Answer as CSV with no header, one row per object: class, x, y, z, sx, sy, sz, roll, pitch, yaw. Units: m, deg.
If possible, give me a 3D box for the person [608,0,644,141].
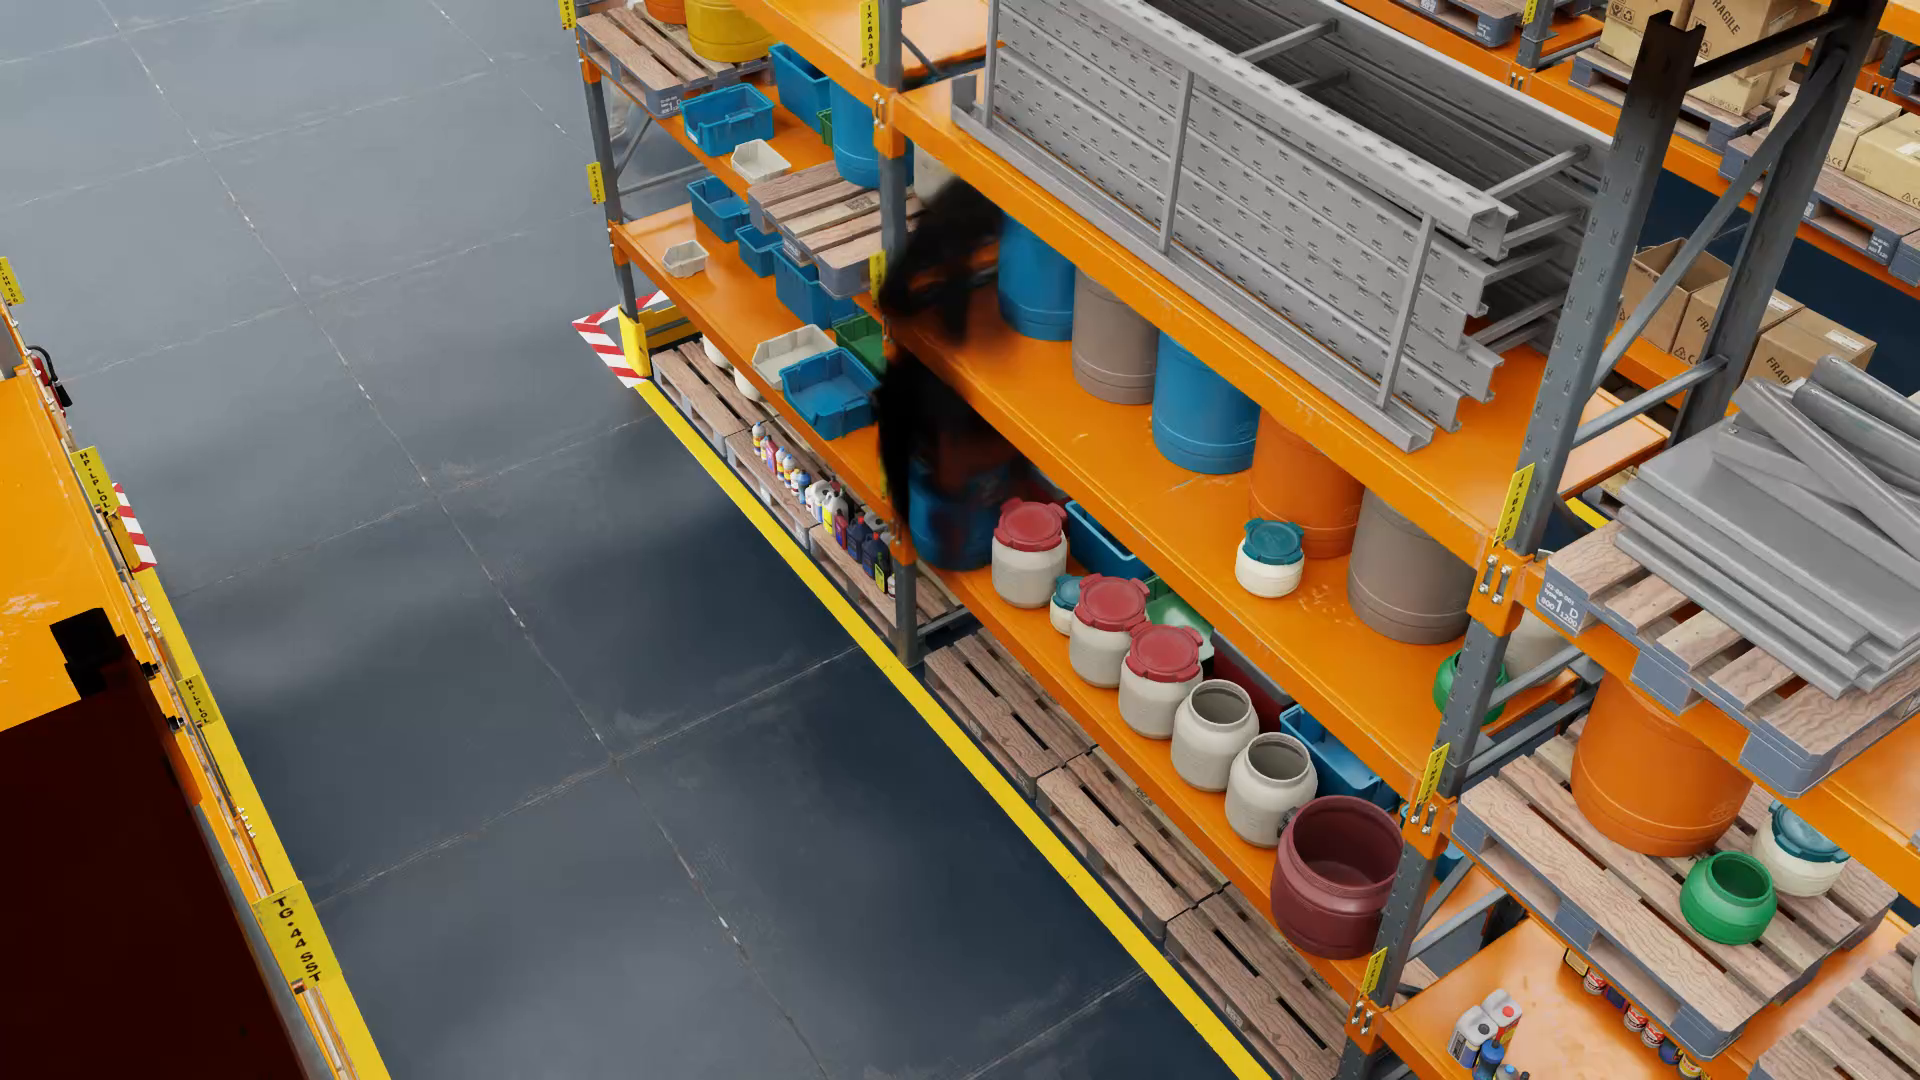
person,-3.014,-4.547,15.391,0.977,1.793,0.669,-4,43,-4
